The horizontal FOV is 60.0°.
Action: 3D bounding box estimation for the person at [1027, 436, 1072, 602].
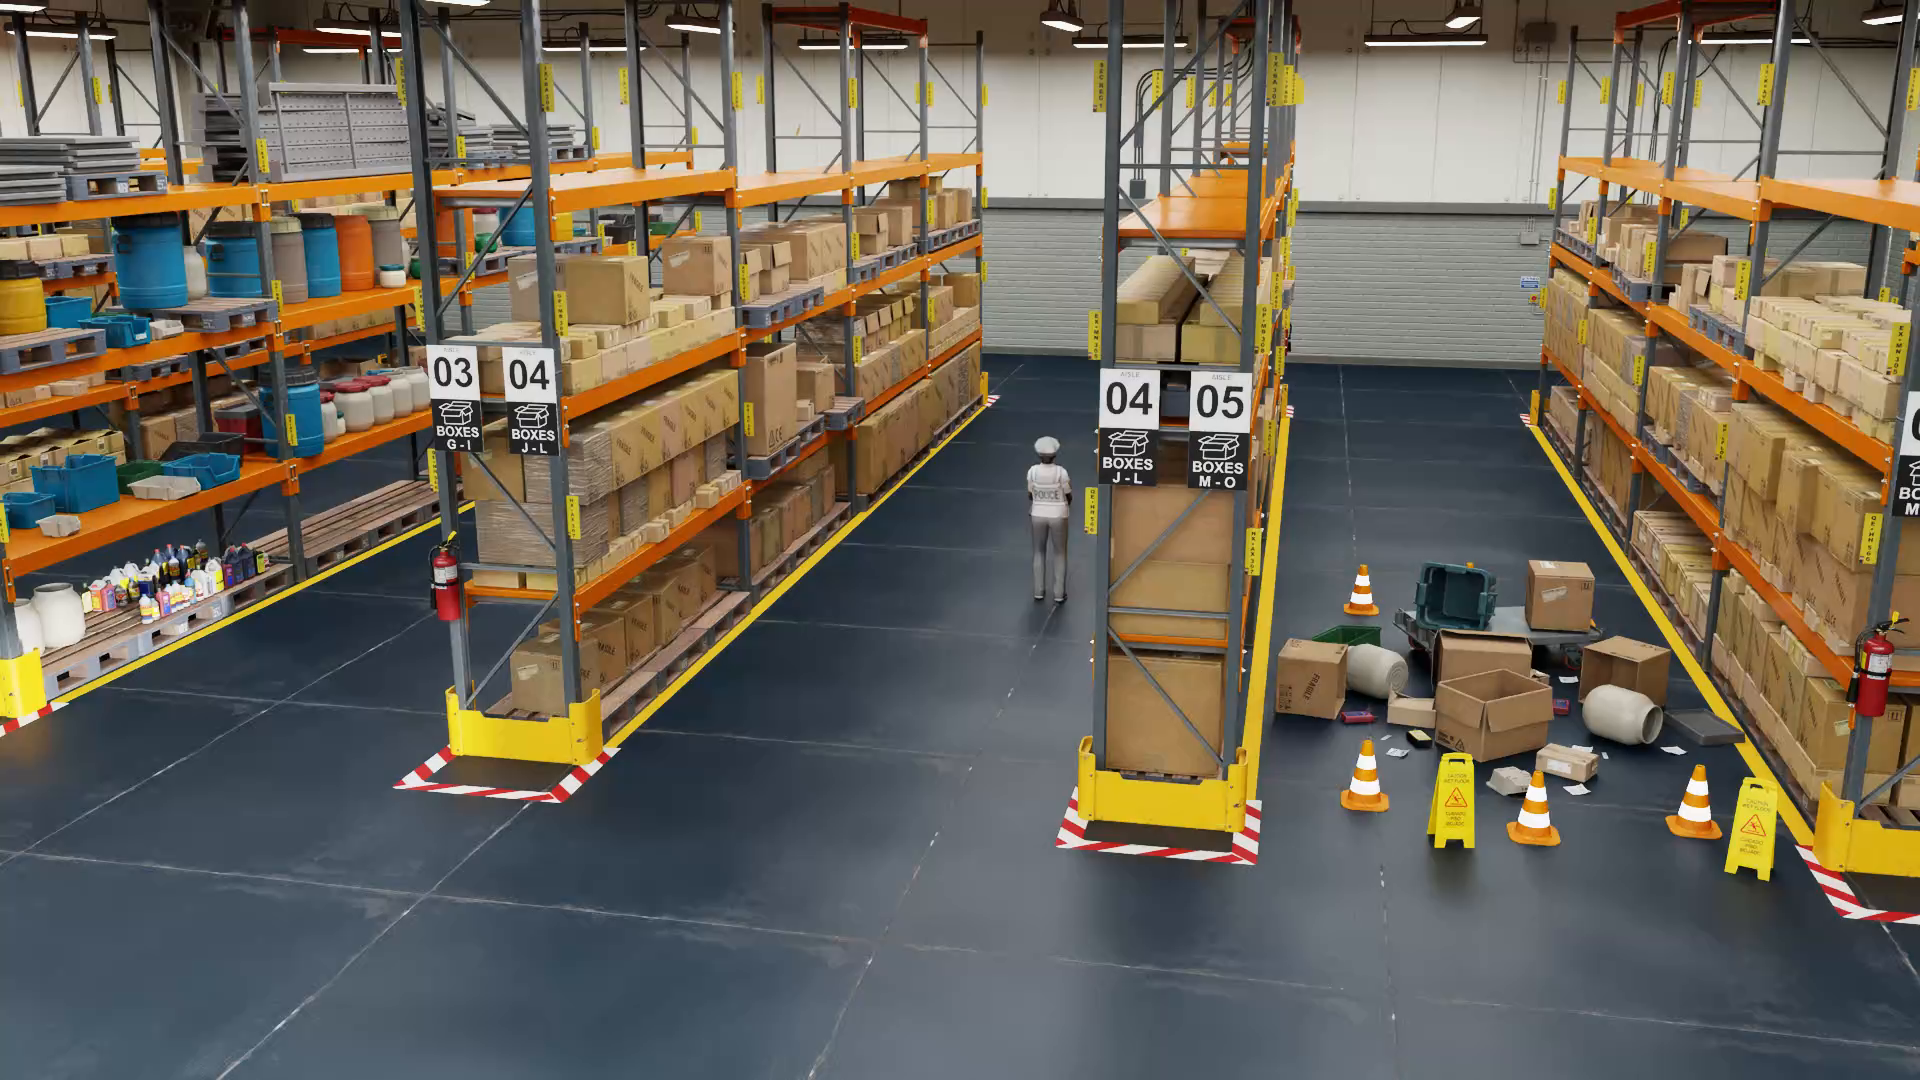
[{"bbox_3d":[0.914,-0.231,16.833,0.449,1.688,0.535,3,15,12],"label":"person"}]
